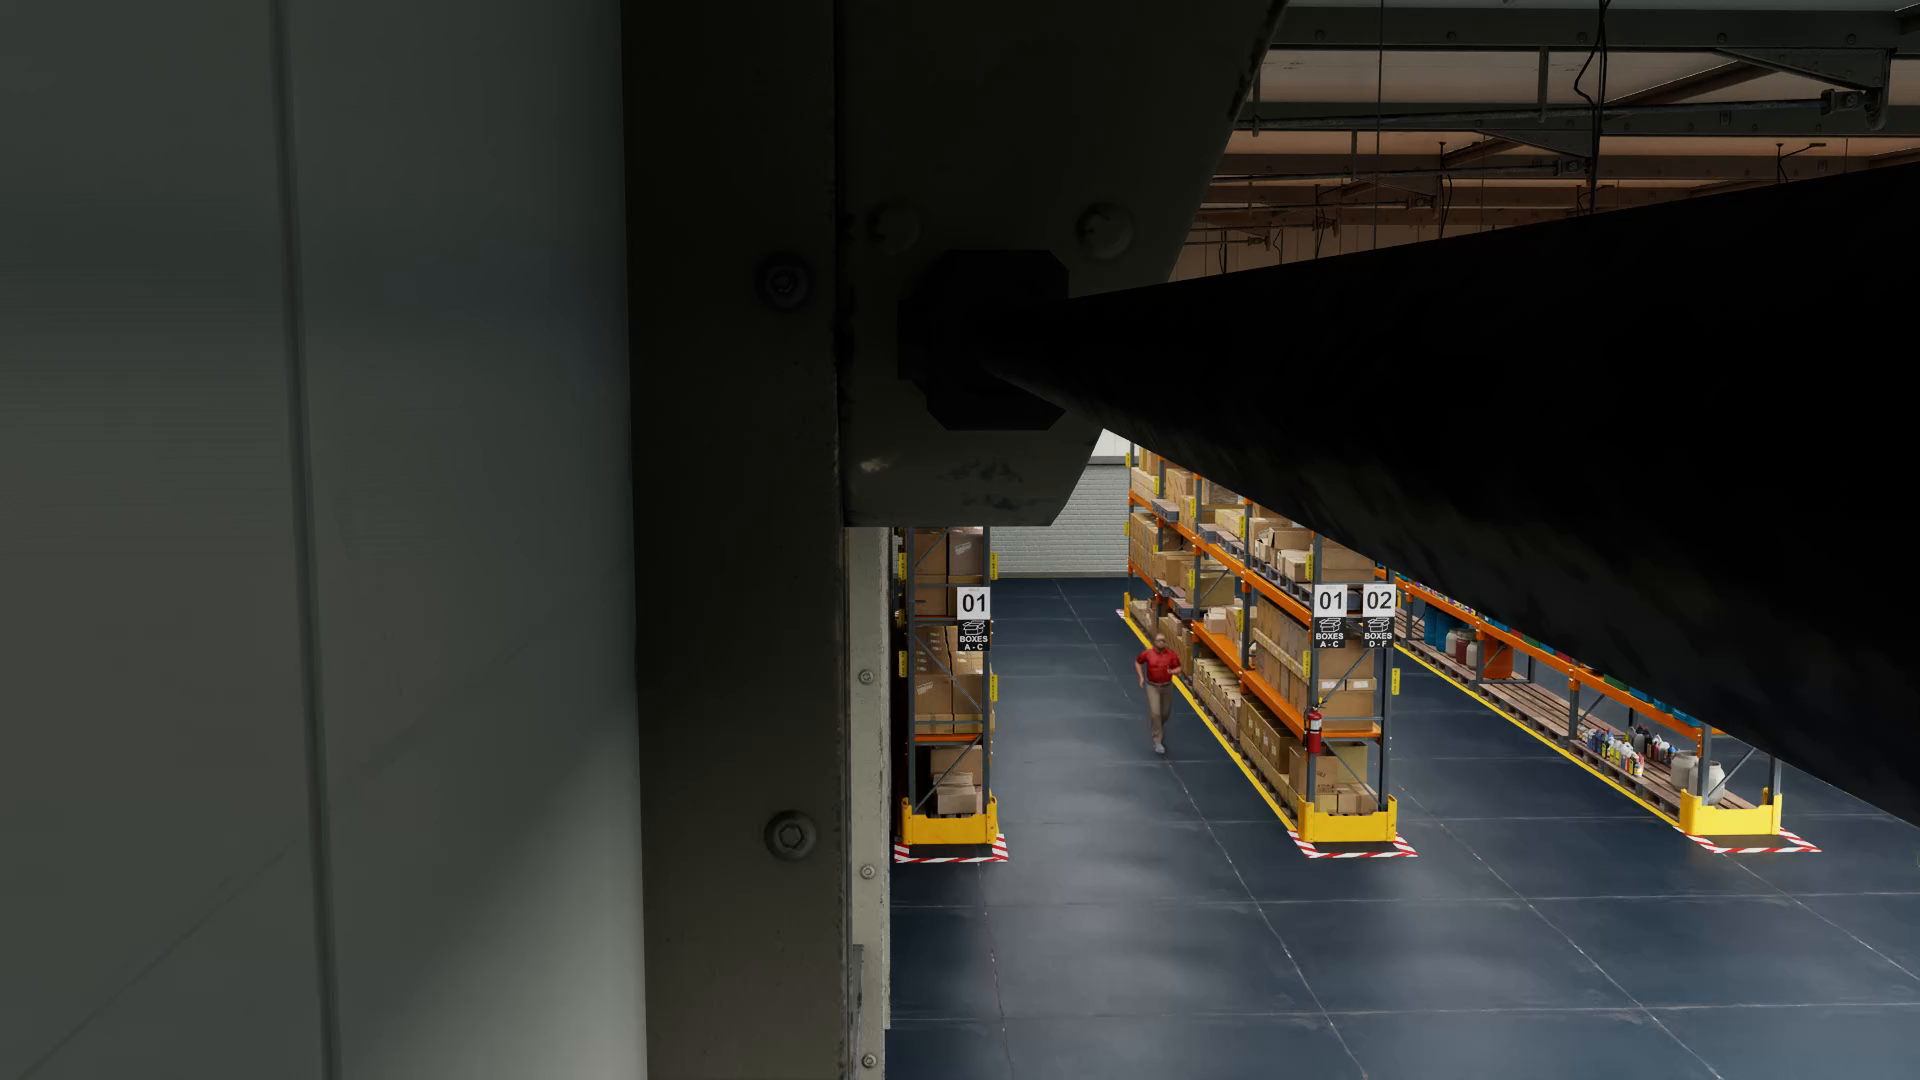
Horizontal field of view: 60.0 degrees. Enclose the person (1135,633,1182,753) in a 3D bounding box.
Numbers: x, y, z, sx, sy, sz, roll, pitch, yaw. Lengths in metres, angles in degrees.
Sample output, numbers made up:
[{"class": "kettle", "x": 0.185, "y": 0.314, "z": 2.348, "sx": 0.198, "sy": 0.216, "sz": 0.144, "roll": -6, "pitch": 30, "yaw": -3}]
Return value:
[{"class": "person", "x": 3.004, "y": 2.255, "z": 25.051, "sx": 0.662, "sy": 1.711, "sz": 0.989, "roll": -1, "pitch": 7, "yaw": -7}]
